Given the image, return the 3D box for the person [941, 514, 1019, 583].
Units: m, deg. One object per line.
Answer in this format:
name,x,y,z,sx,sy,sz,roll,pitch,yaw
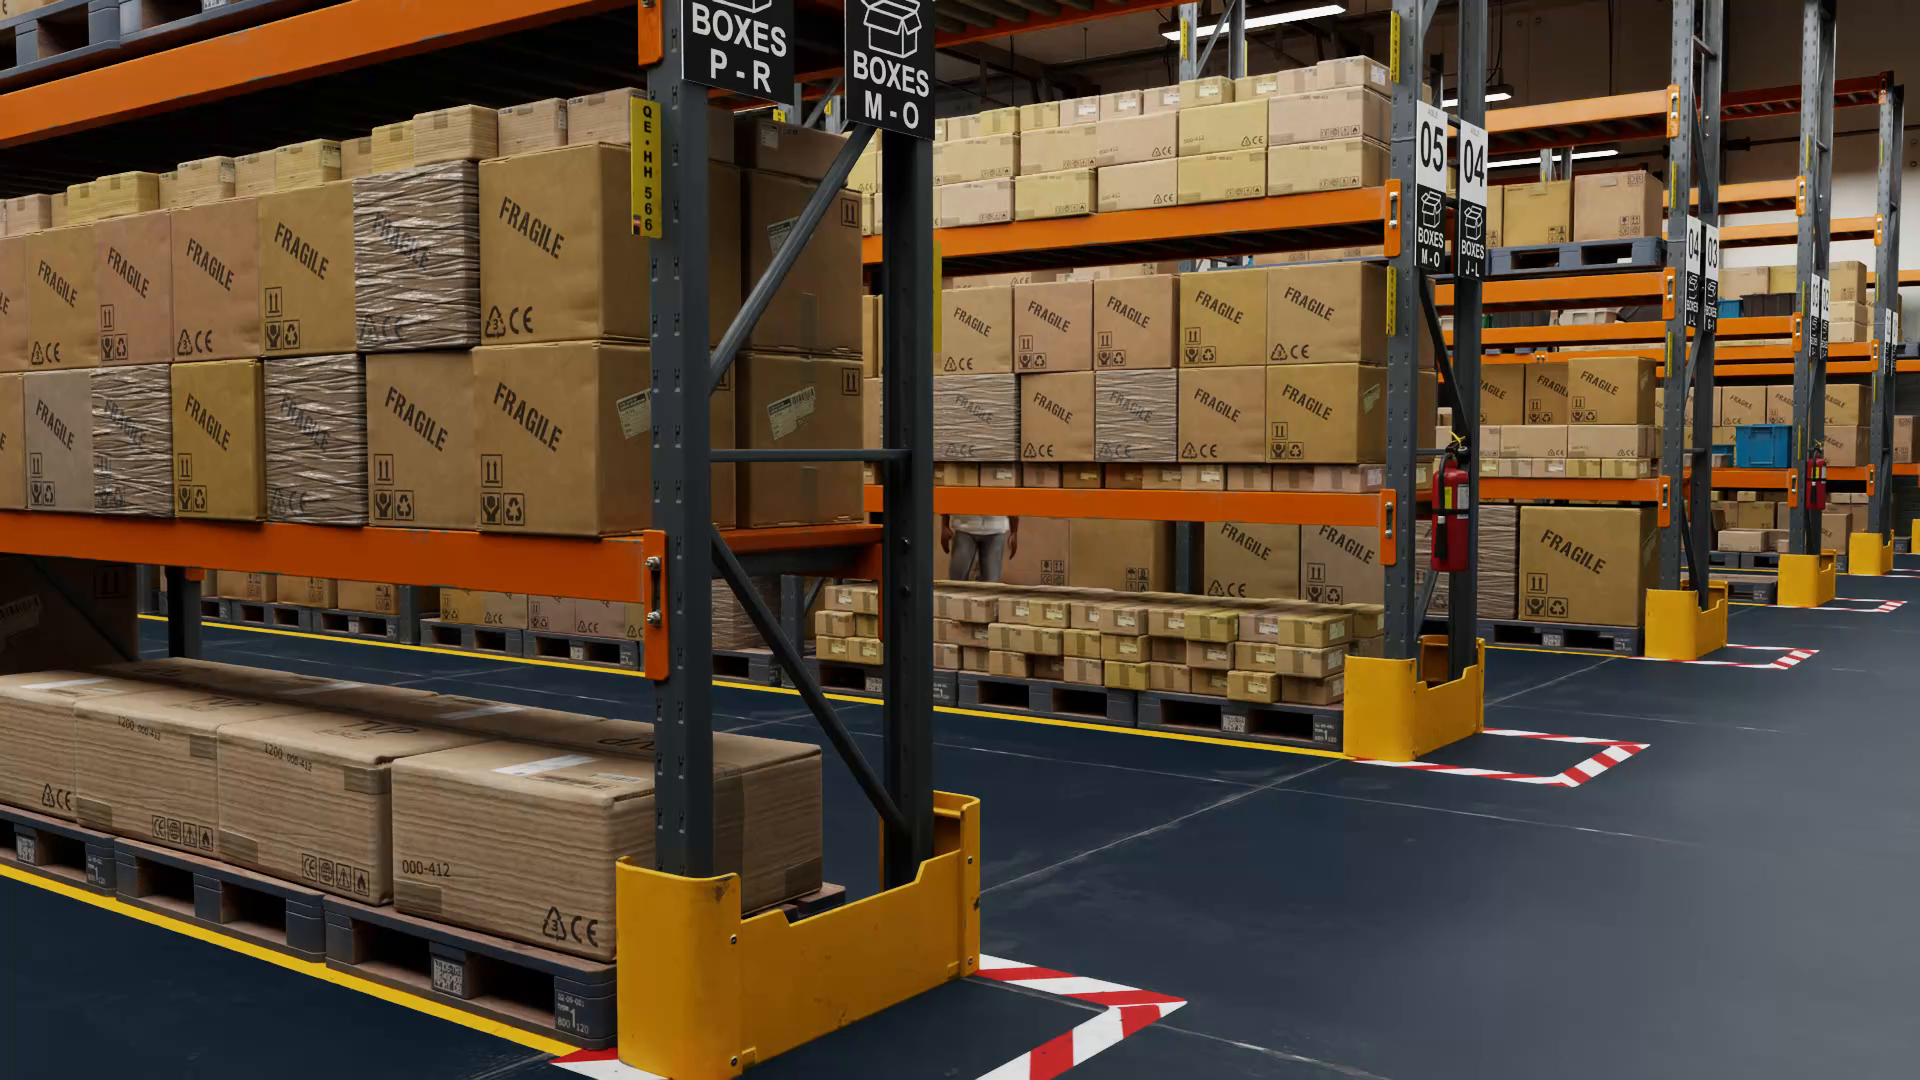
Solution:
person,0.146,-0.057,12.647,0.609,1.765,0.579,0,3,-7
